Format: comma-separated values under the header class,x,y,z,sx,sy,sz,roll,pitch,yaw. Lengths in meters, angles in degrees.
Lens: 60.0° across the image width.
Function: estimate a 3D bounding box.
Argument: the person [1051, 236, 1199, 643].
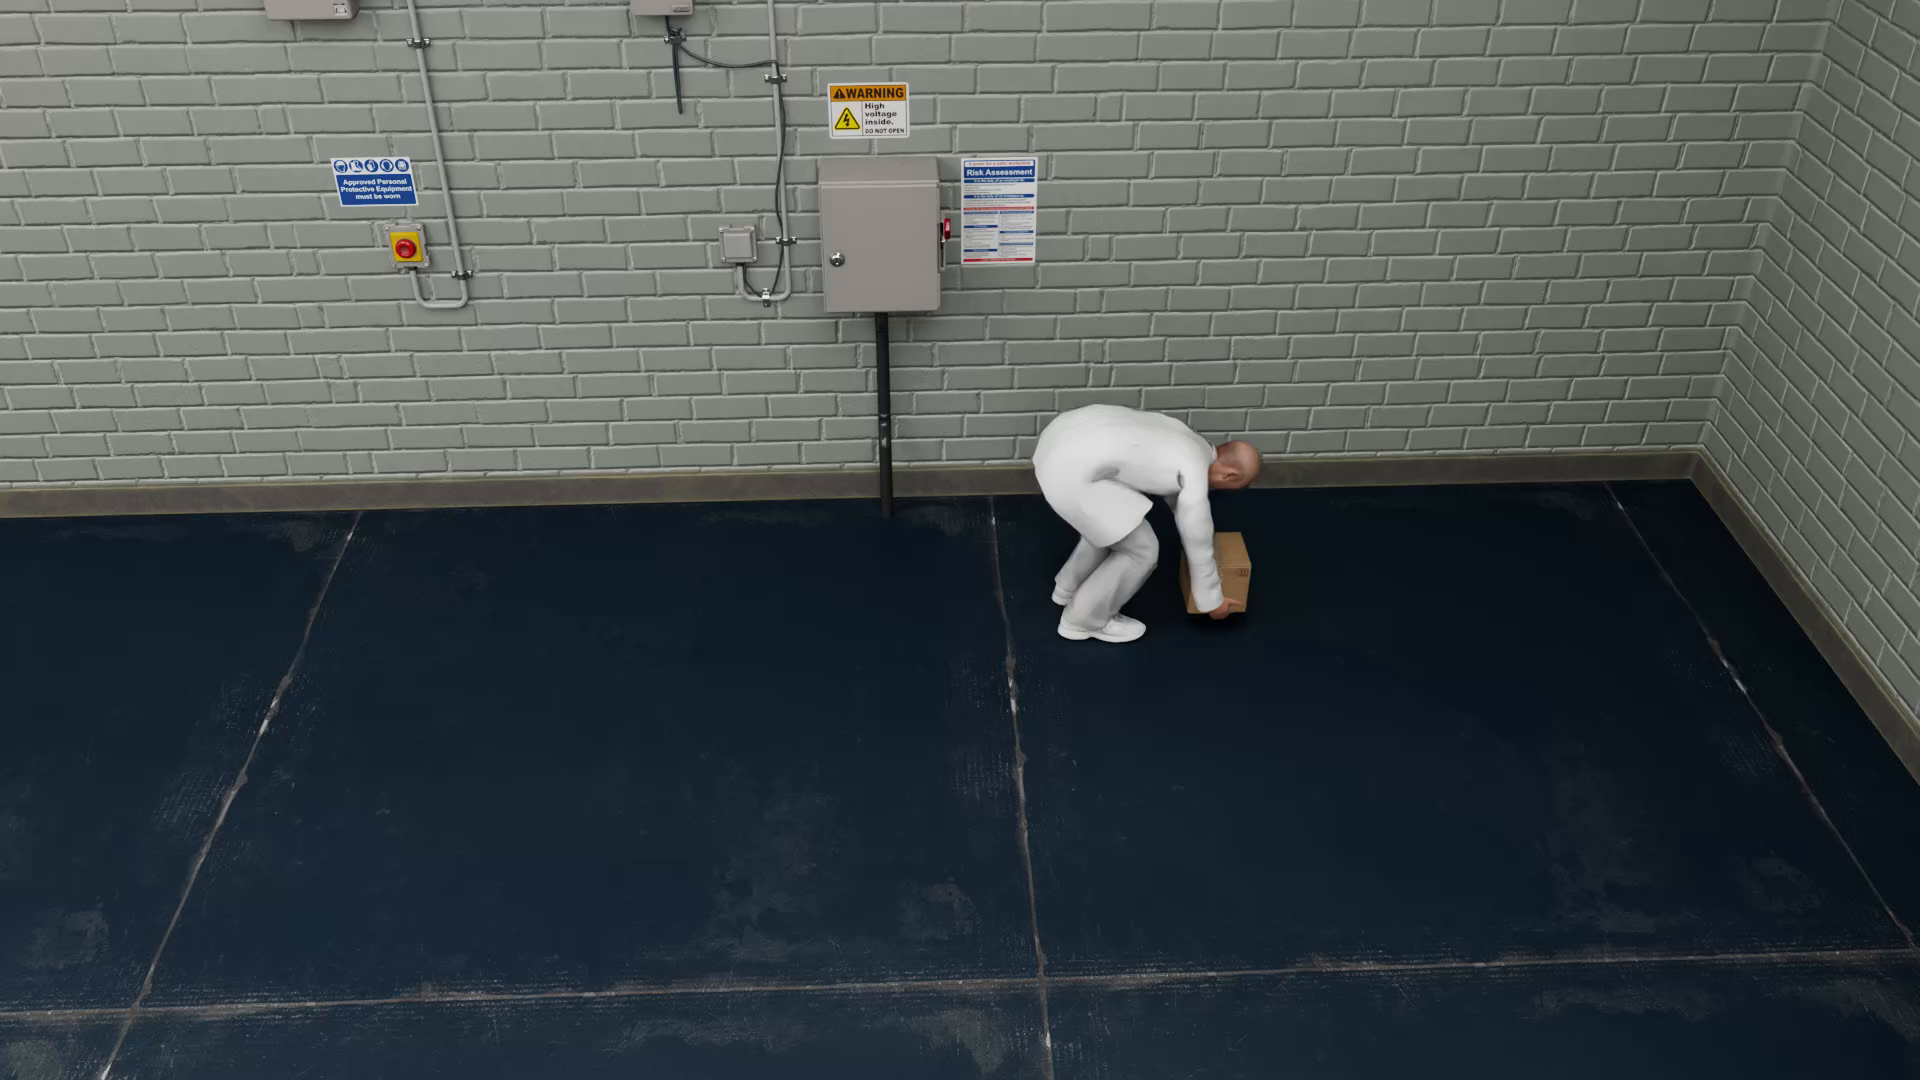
class,x,y,z,sx,sy,sz,roll,pitch,yaw
person,0.665,-0.402,6.741,0.551,1.777,0.526,-1,35,-2
